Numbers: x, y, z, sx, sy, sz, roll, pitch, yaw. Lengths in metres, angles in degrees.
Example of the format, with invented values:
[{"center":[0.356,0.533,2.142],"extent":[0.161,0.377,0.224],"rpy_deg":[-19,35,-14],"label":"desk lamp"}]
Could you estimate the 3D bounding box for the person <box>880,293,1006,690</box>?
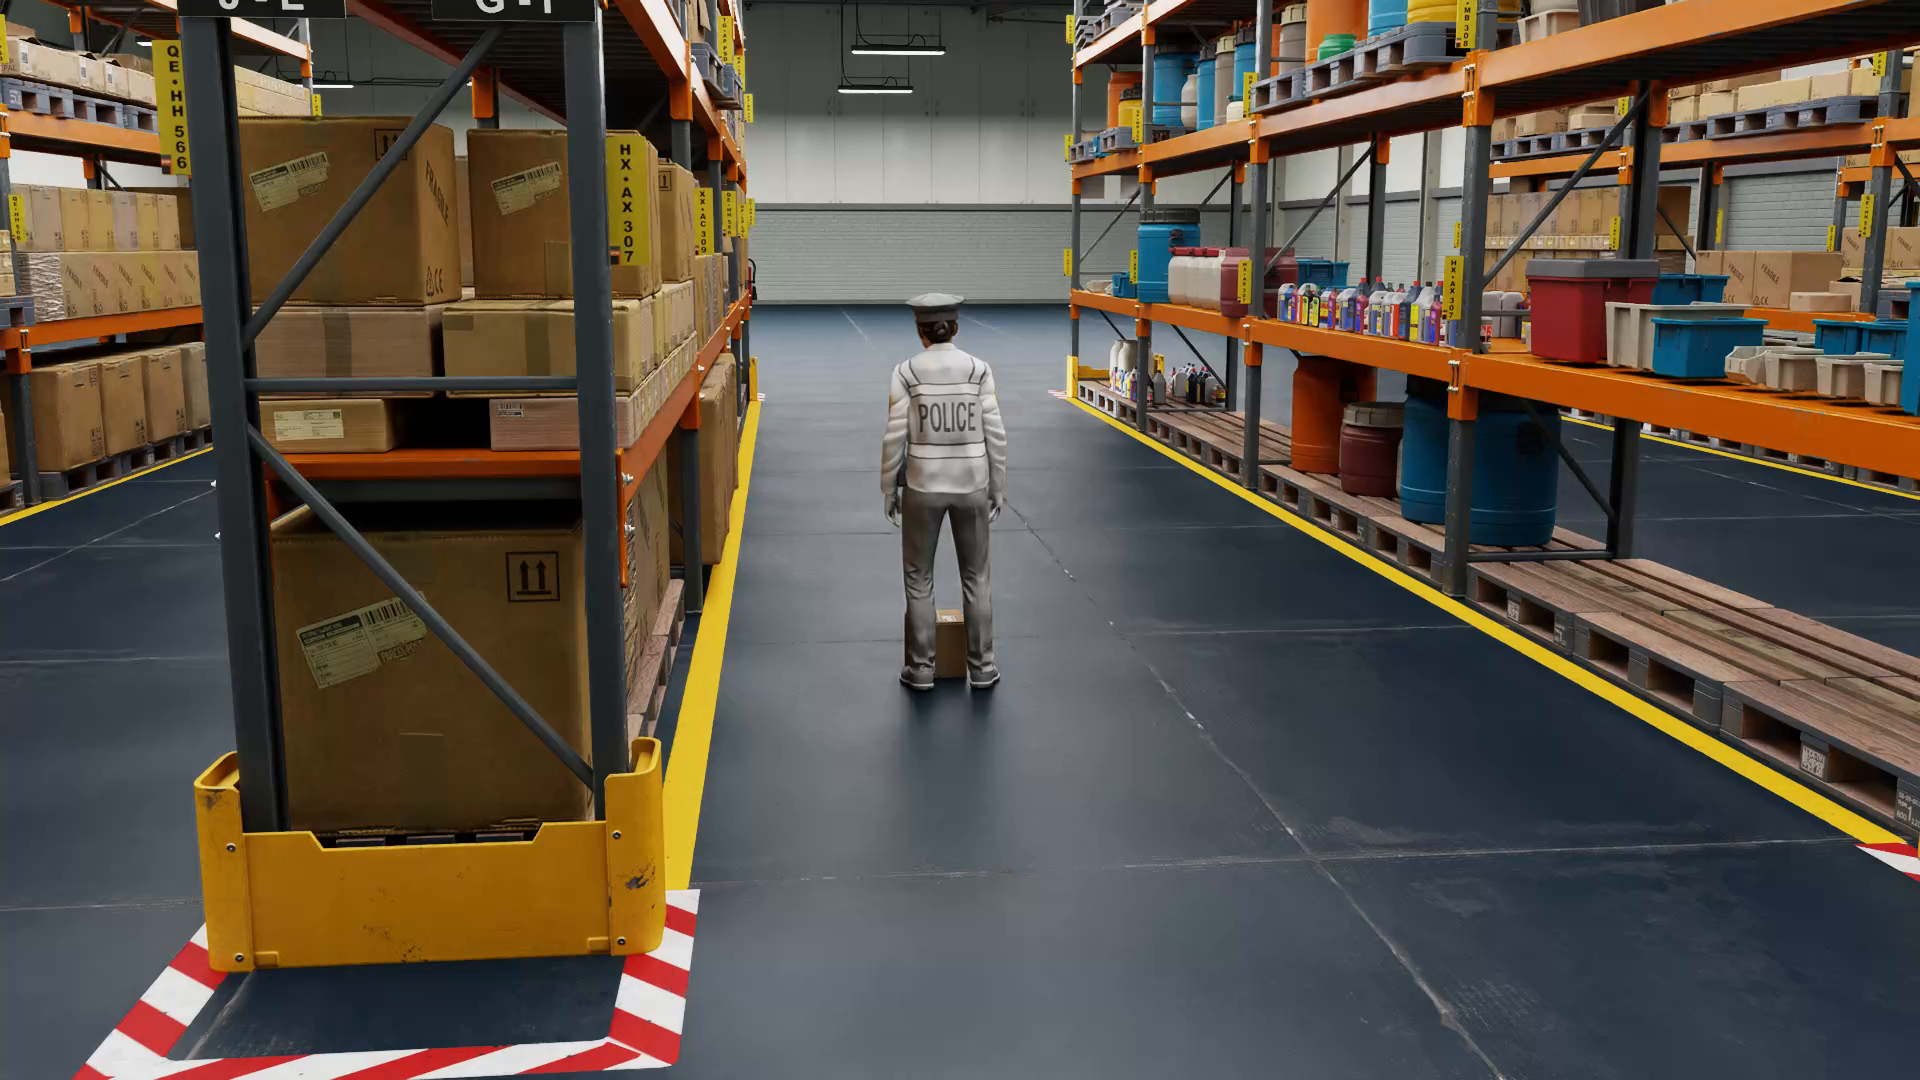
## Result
[{"center":[-0.070,-0.194,6.988],"extent":[0.532,1.662,0.372],"rpy_deg":[-2,10,-9],"label":"person"}]
